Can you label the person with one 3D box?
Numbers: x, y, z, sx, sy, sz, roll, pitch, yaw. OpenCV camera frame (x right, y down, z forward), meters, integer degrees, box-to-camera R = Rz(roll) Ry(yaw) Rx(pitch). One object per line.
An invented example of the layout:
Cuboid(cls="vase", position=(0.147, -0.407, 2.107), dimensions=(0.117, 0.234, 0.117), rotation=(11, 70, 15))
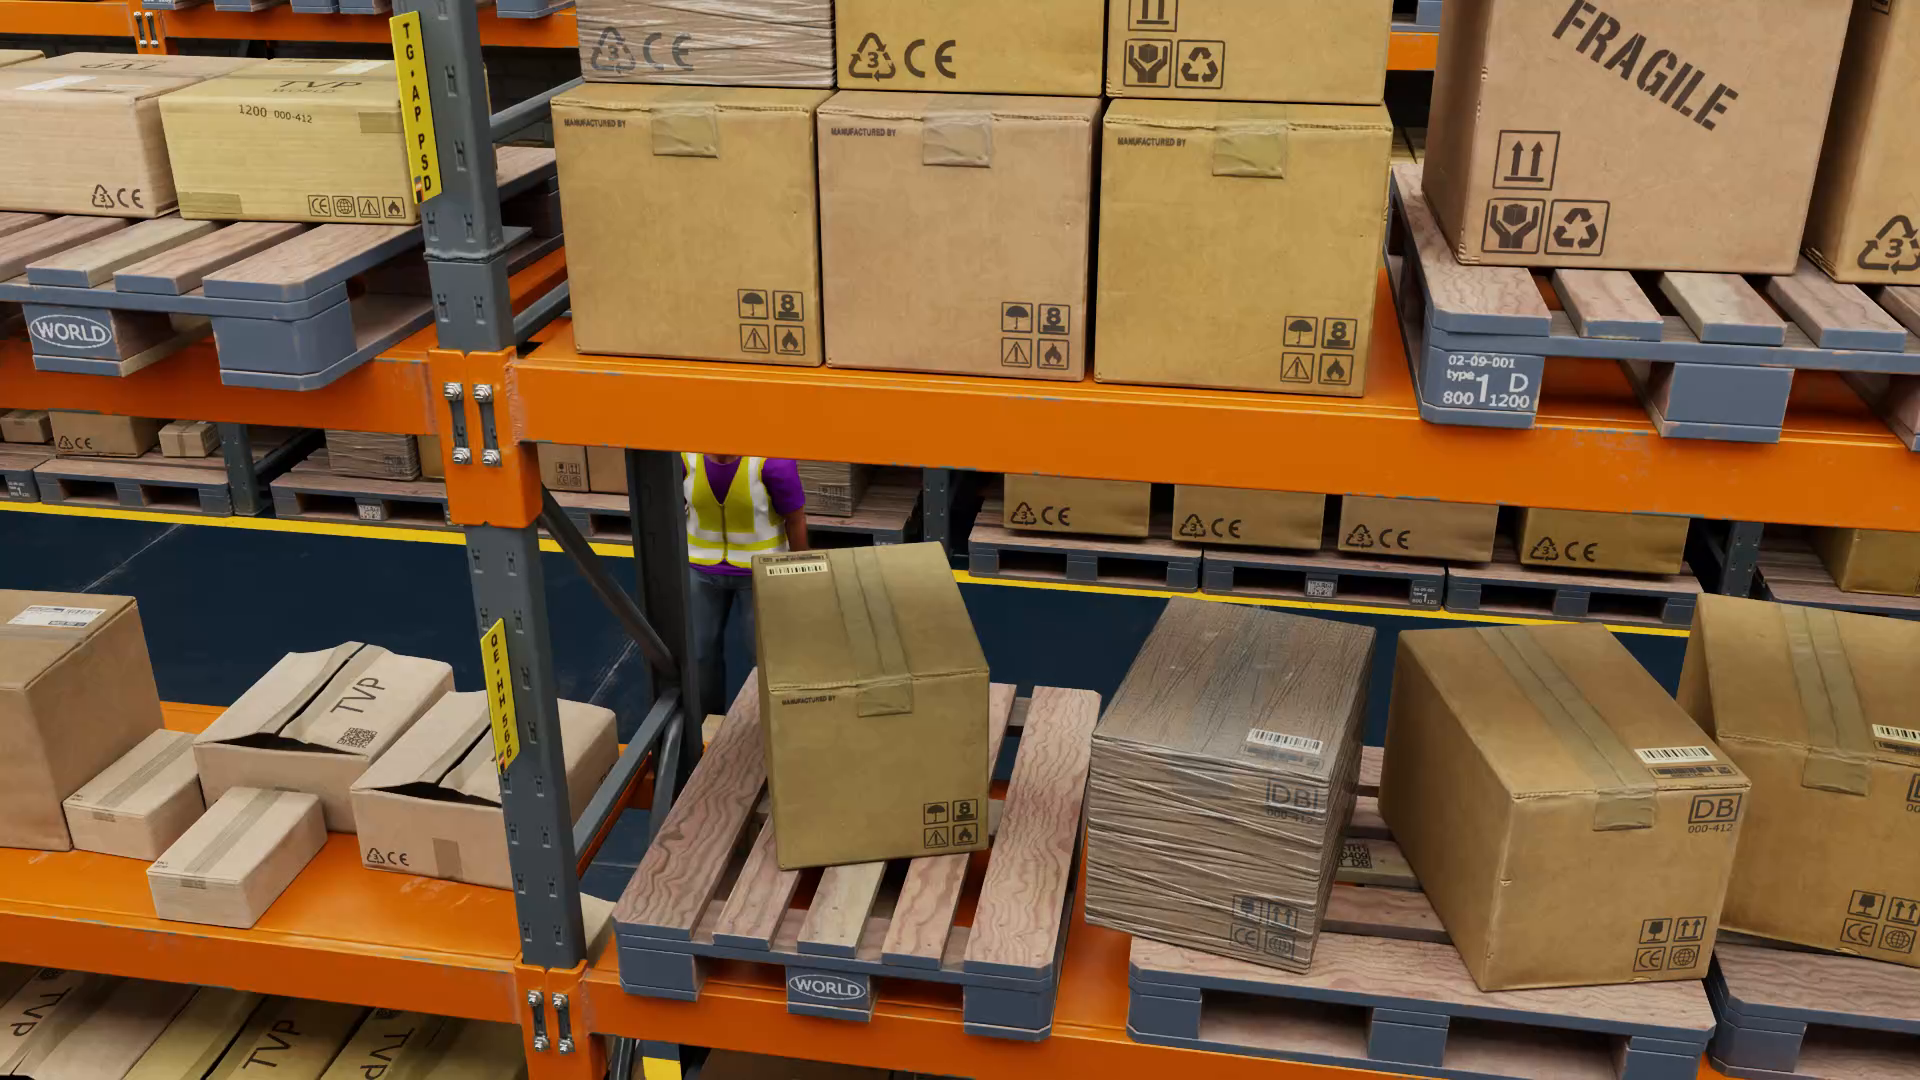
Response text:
Cuboid(cls="person", position=(-0.935, 0.124, 6.815), dimensions=(0.628, 1.761, 0.458), rotation=(4, 25, 9))
